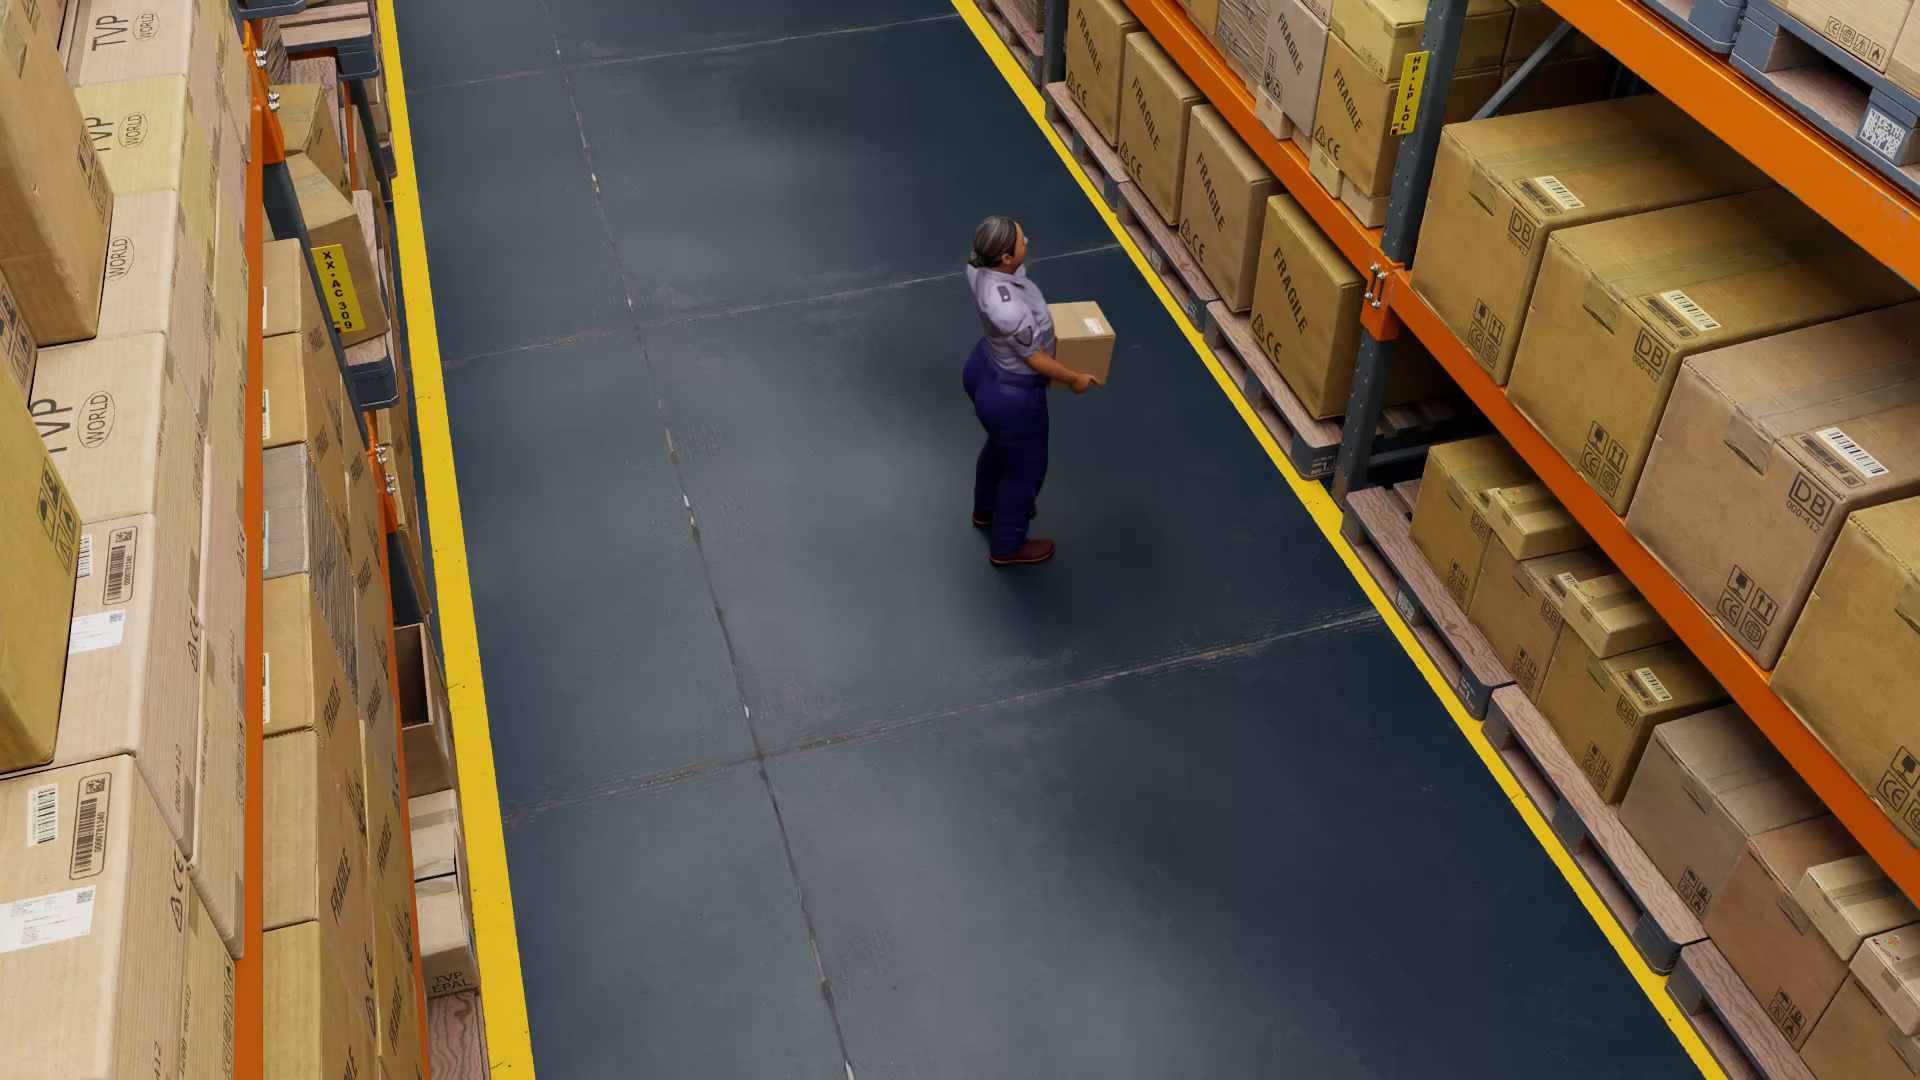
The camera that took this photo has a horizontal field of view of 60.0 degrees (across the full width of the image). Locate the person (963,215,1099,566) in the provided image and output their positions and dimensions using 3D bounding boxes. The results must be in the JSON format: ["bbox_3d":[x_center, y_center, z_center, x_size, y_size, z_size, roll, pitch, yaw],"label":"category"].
[{"bbox_3d":[0.280,-0.636,6.875,0.517,1.637,0.453,-11,44,-12],"label":"person"}]
